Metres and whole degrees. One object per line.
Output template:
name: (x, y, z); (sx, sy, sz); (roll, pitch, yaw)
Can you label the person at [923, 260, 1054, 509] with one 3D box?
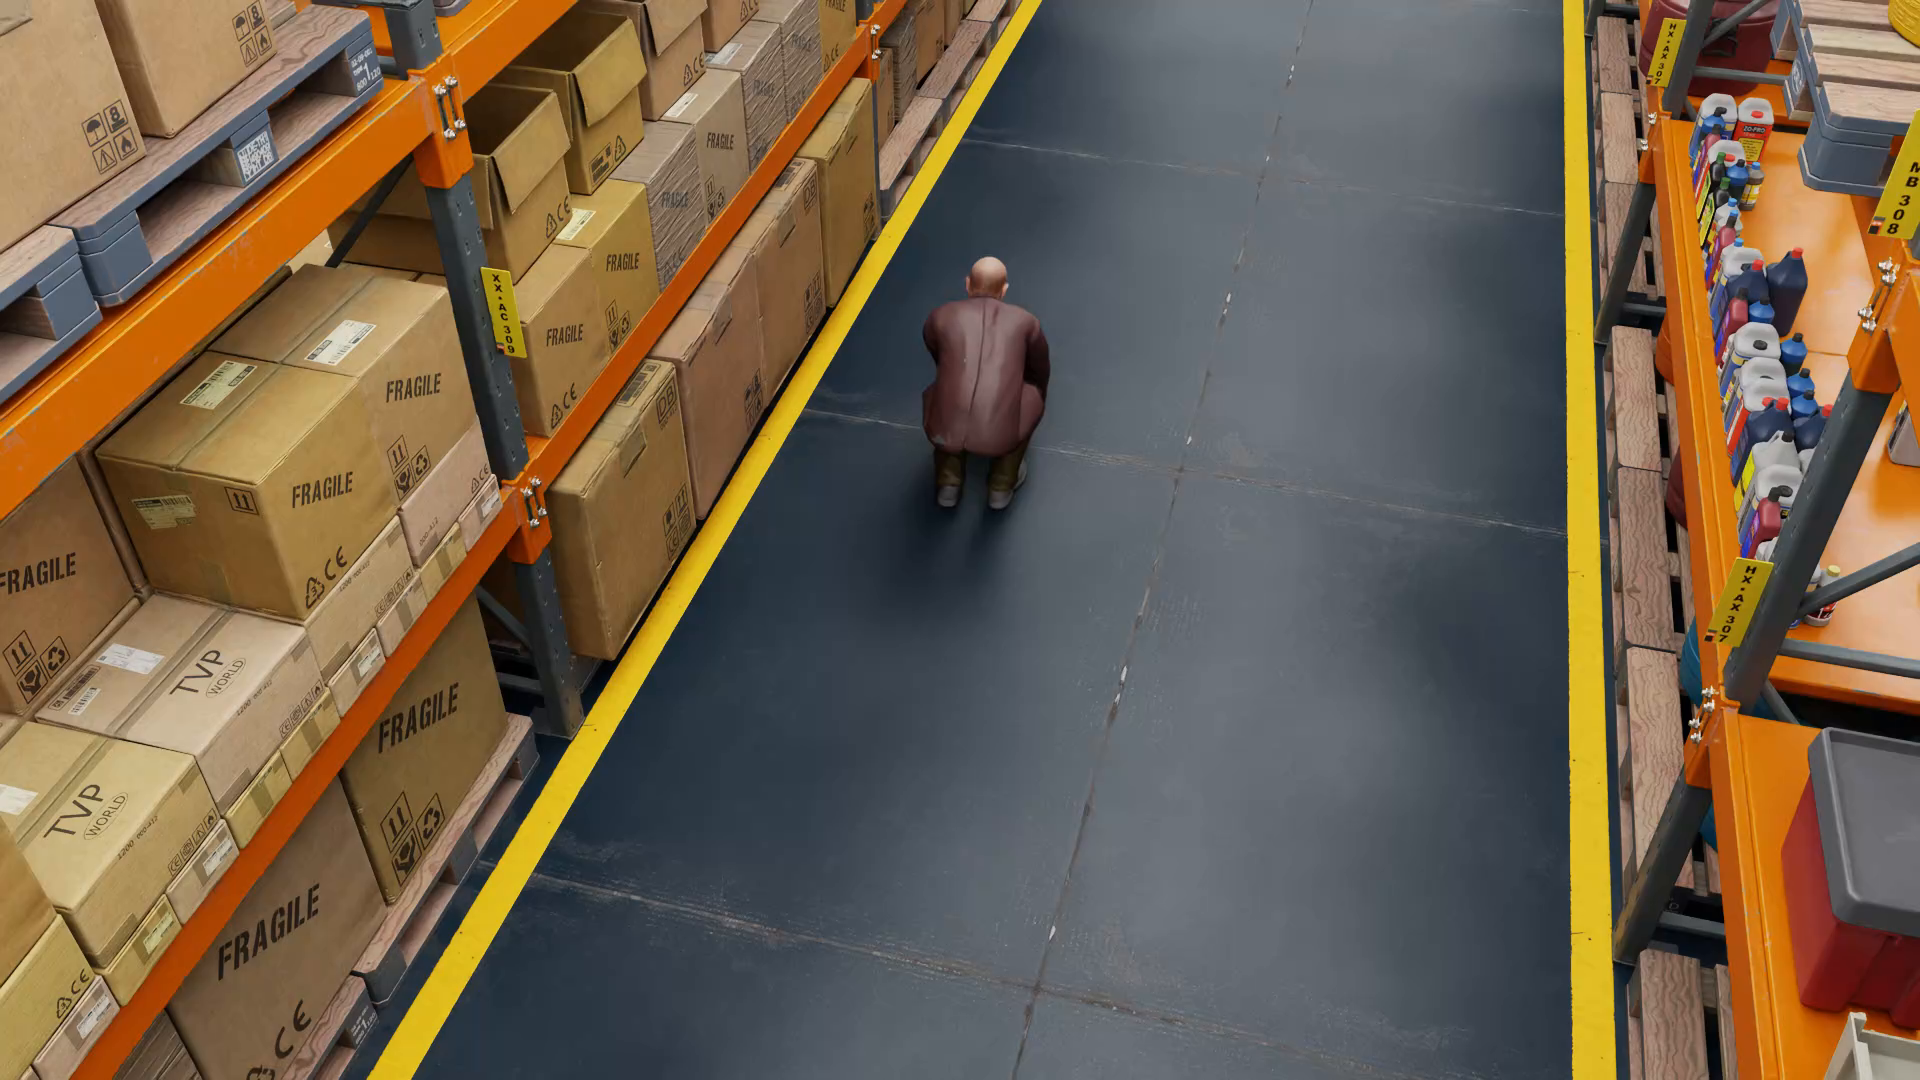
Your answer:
person: (0.118, -0.708, 7.605); (0.602, 0.995, 0.905); (10, 41, 11)
